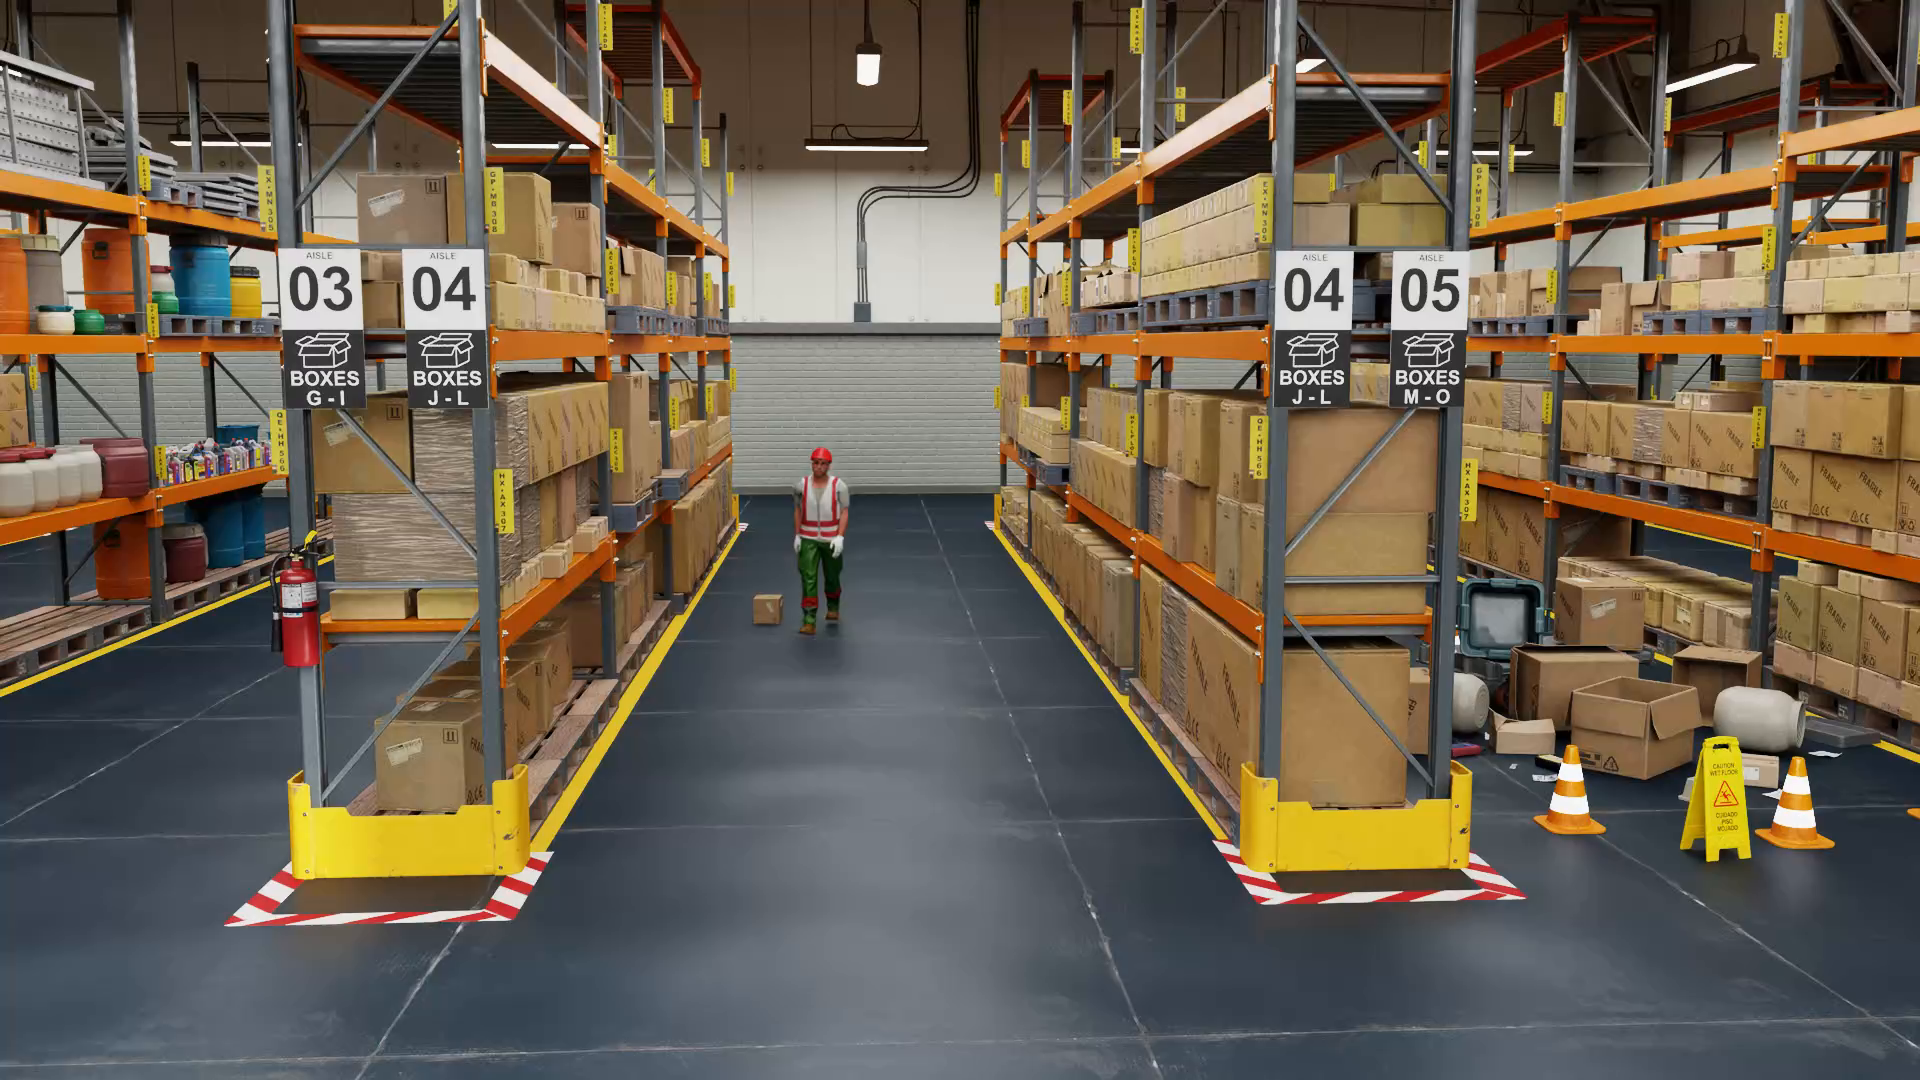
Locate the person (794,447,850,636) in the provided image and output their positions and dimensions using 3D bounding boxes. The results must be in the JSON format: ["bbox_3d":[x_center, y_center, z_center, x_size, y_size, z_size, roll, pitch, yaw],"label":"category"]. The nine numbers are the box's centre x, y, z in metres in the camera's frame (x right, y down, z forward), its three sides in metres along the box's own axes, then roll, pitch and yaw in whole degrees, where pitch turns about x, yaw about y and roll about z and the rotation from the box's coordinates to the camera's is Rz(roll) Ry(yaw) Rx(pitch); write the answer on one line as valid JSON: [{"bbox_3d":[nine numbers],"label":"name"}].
[{"bbox_3d":[-1.308,-0.005,15.697,0.540,1.752,1.046,0,7,-2],"label":"person"}]
